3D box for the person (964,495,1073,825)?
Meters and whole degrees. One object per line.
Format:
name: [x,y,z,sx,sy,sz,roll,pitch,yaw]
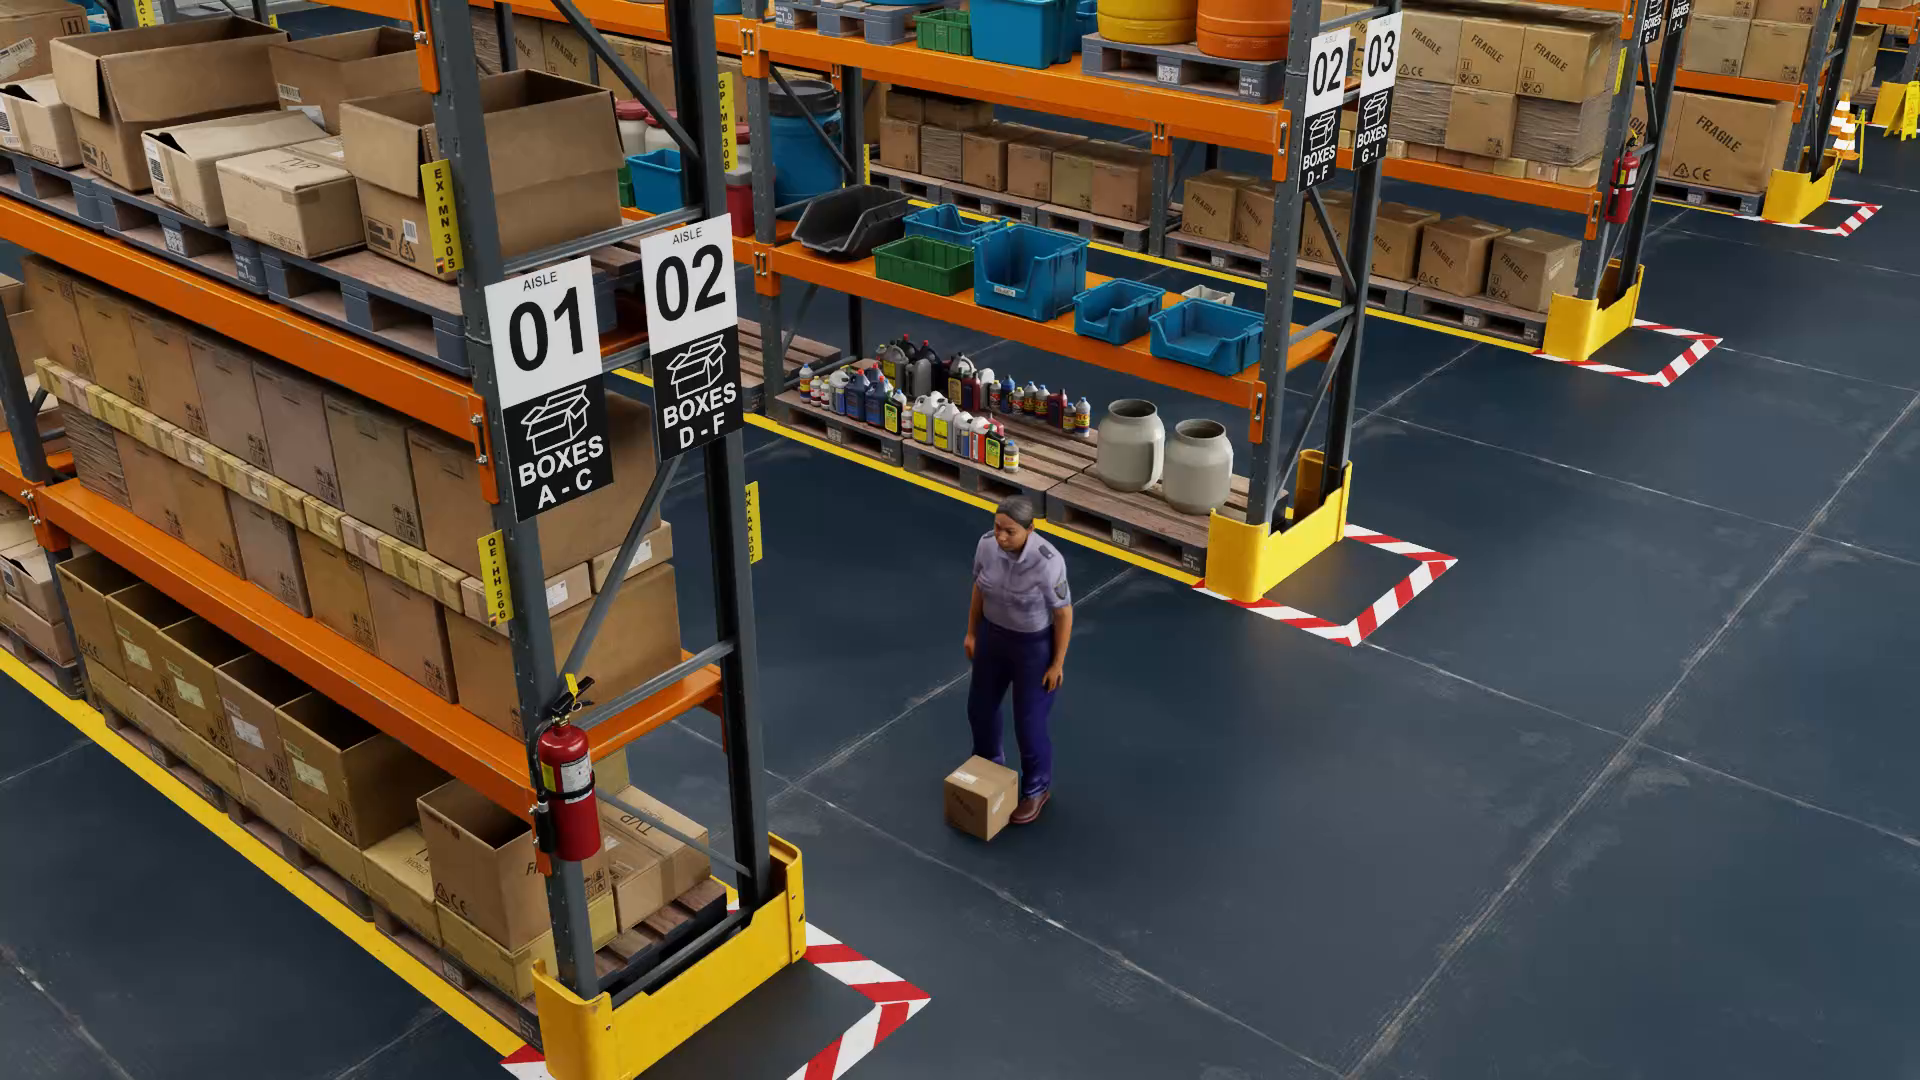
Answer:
person: [0.246,0.507,7.657,0.561,1.651,0.379,19,33,31]
